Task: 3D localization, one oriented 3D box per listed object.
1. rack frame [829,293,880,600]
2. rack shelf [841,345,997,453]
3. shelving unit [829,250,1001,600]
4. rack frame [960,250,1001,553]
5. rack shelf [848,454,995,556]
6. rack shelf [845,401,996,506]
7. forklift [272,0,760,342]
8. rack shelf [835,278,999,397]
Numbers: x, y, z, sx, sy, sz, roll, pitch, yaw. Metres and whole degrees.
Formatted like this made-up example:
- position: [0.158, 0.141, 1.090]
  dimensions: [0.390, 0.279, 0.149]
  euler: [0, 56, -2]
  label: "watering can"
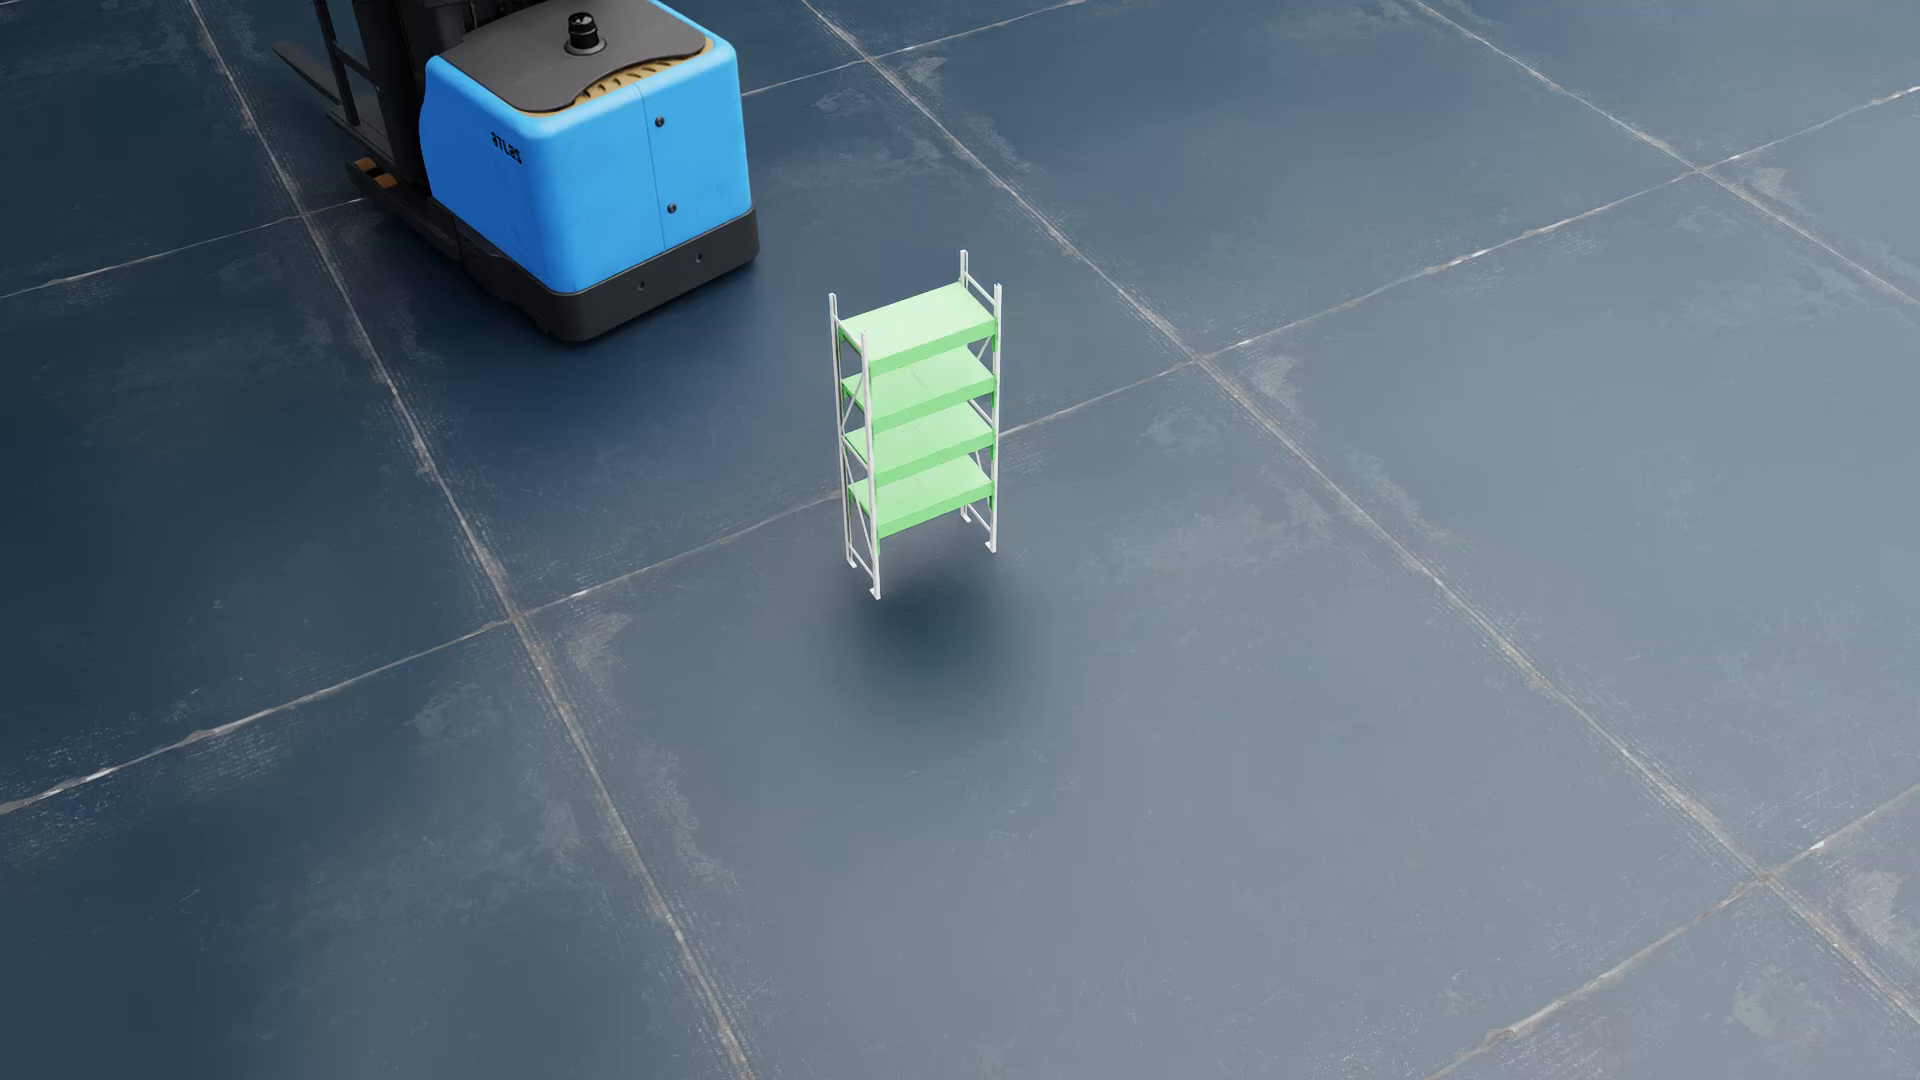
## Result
- position: [-0.355, -0.288, 5.686]
  dimensions: [0.015, 1.200, 0.240]
  euler: [-22, 48, -21]
  label: "rack frame"
- position: [-0.144, -0.500, 5.650]
  dimensions: [0.480, 0.148, 0.258]
  euler: [-22, 48, -21]
  label: "rack shelf"
- position: [-0.144, -0.373, 5.773]
  dimensions: [0.503, 1.200, 0.258]
  euler: [-22, 48, -21]
  label: "shelving unit"
- position: [0.068, -0.458, 5.860]
  dimensions: [0.015, 1.200, 0.240]
  euler: [-22, 48, -21]
  label: "rack frame"
- position: [-0.144, -0.155, 5.985]
  dimensions: [0.480, 0.148, 0.258]
  euler: [-22, 48, -21]
  label: "rack shelf"
- position: [-0.144, -0.327, 5.817]
  dimensions: [0.480, 0.148, 0.258]
  euler: [-22, 48, -21]
  label: "rack shelf"
- position: [-2.271, -2.827, 7.058]
  dimensions: [1.130, 2.935, 3.031]
  euler: [-33, 53, -29]
  label: "forklift"
- position: [-0.144, -0.672, 5.483]
  dimensions: [0.480, 0.148, 0.258]
  euler: [-22, 48, -21]
  label: "rack shelf"
